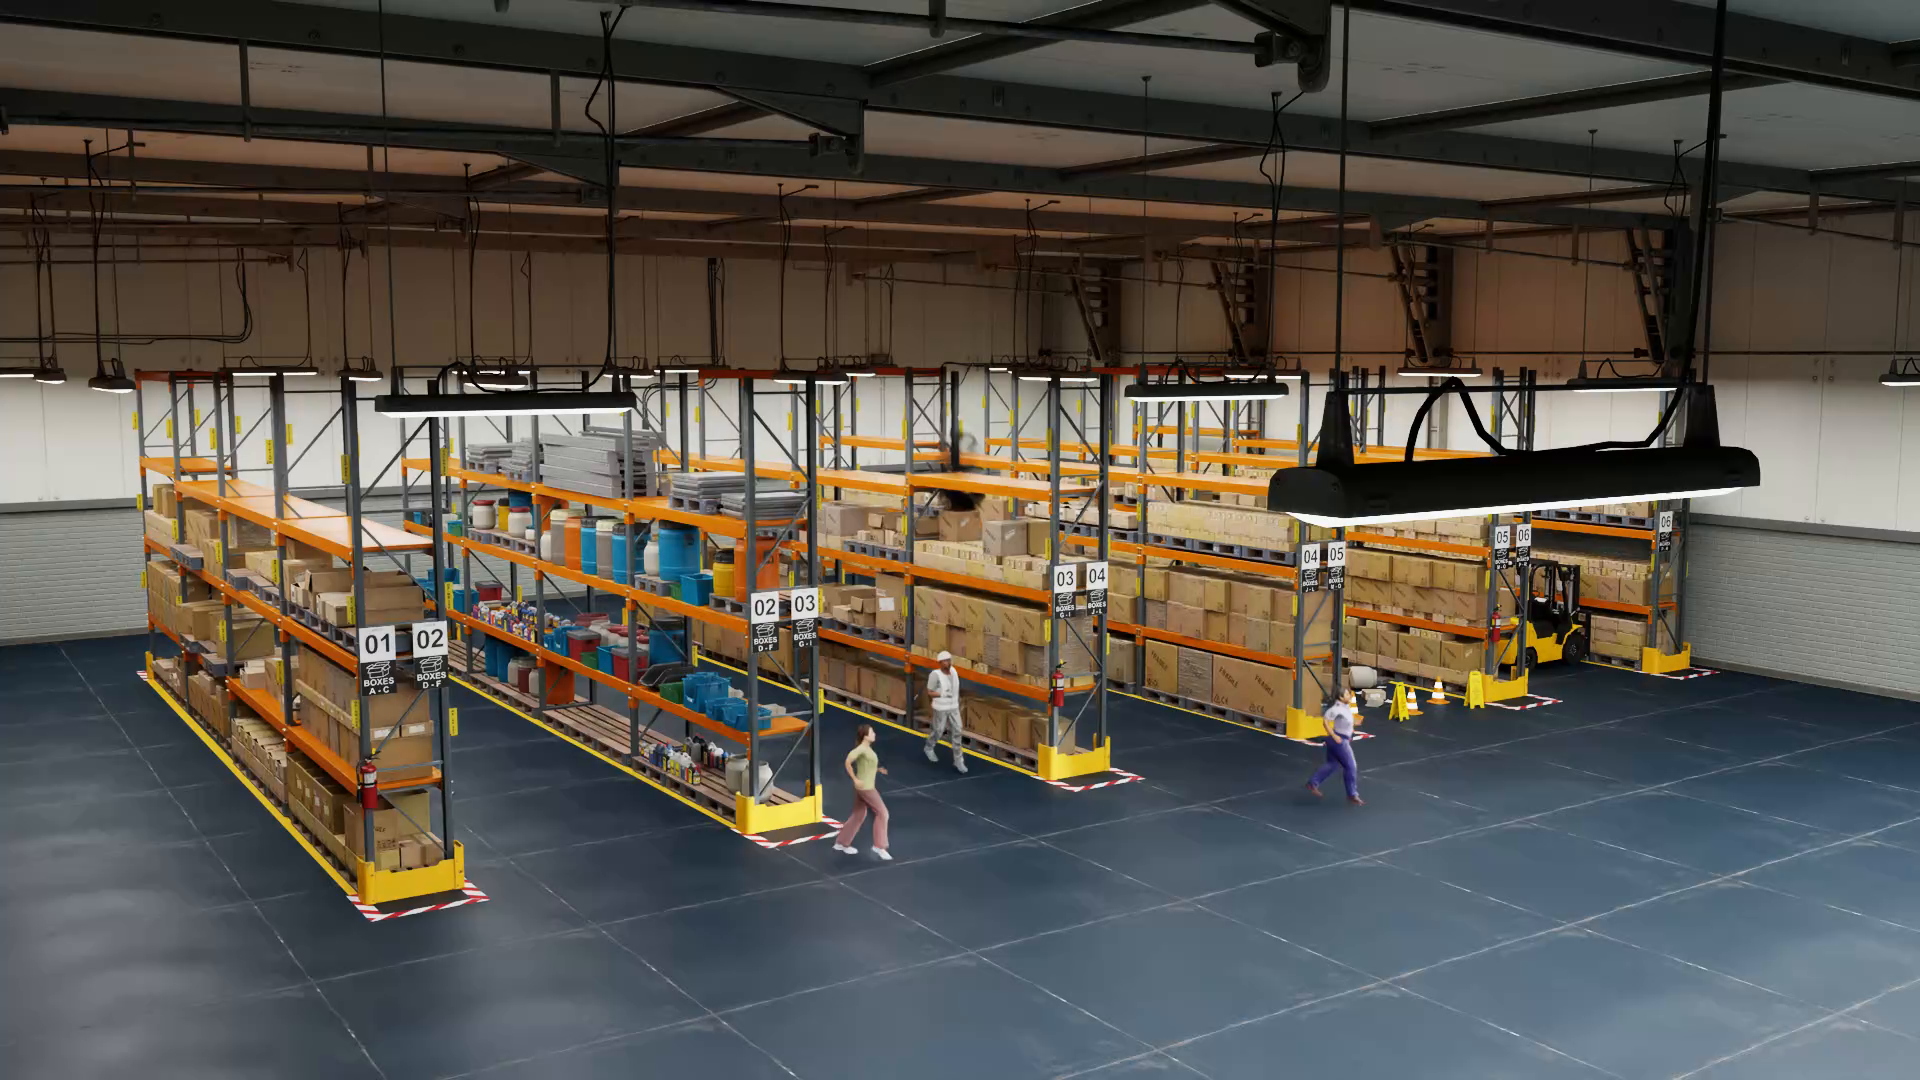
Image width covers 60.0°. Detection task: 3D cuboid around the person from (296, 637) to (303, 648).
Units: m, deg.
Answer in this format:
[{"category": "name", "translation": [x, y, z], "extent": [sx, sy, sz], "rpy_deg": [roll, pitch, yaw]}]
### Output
[{"category": "person", "translation": [-12.627, 1.861, 32.112], "extent": [0.740, 1.732, 0.570], "rpy_deg": [-5, 8, -37]}]

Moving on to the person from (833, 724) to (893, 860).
[{"category": "person", "translation": [-1.227, 3.160, 20.899], "extent": [0.745, 1.721, 0.574], "rpy_deg": [-1, 6, -6]}]

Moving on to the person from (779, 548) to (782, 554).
[{"category": "person", "translation": [-4.687, 0.964, 40.850], "extent": [0.691, 1.536, 0.780], "rpy_deg": [6, 8, 41]}]

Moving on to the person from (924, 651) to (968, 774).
[{"category": "person", "translation": [-0.238, 2.582, 25.288], "extent": [0.672, 1.819, 0.928], "rpy_deg": [-5, 8, -35]}]

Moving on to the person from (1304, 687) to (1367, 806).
[{"category": "person", "translation": [5.306, 2.883, 23.396], "extent": [0.849, 1.683, 0.587], "rpy_deg": [1, 7, 8]}]
